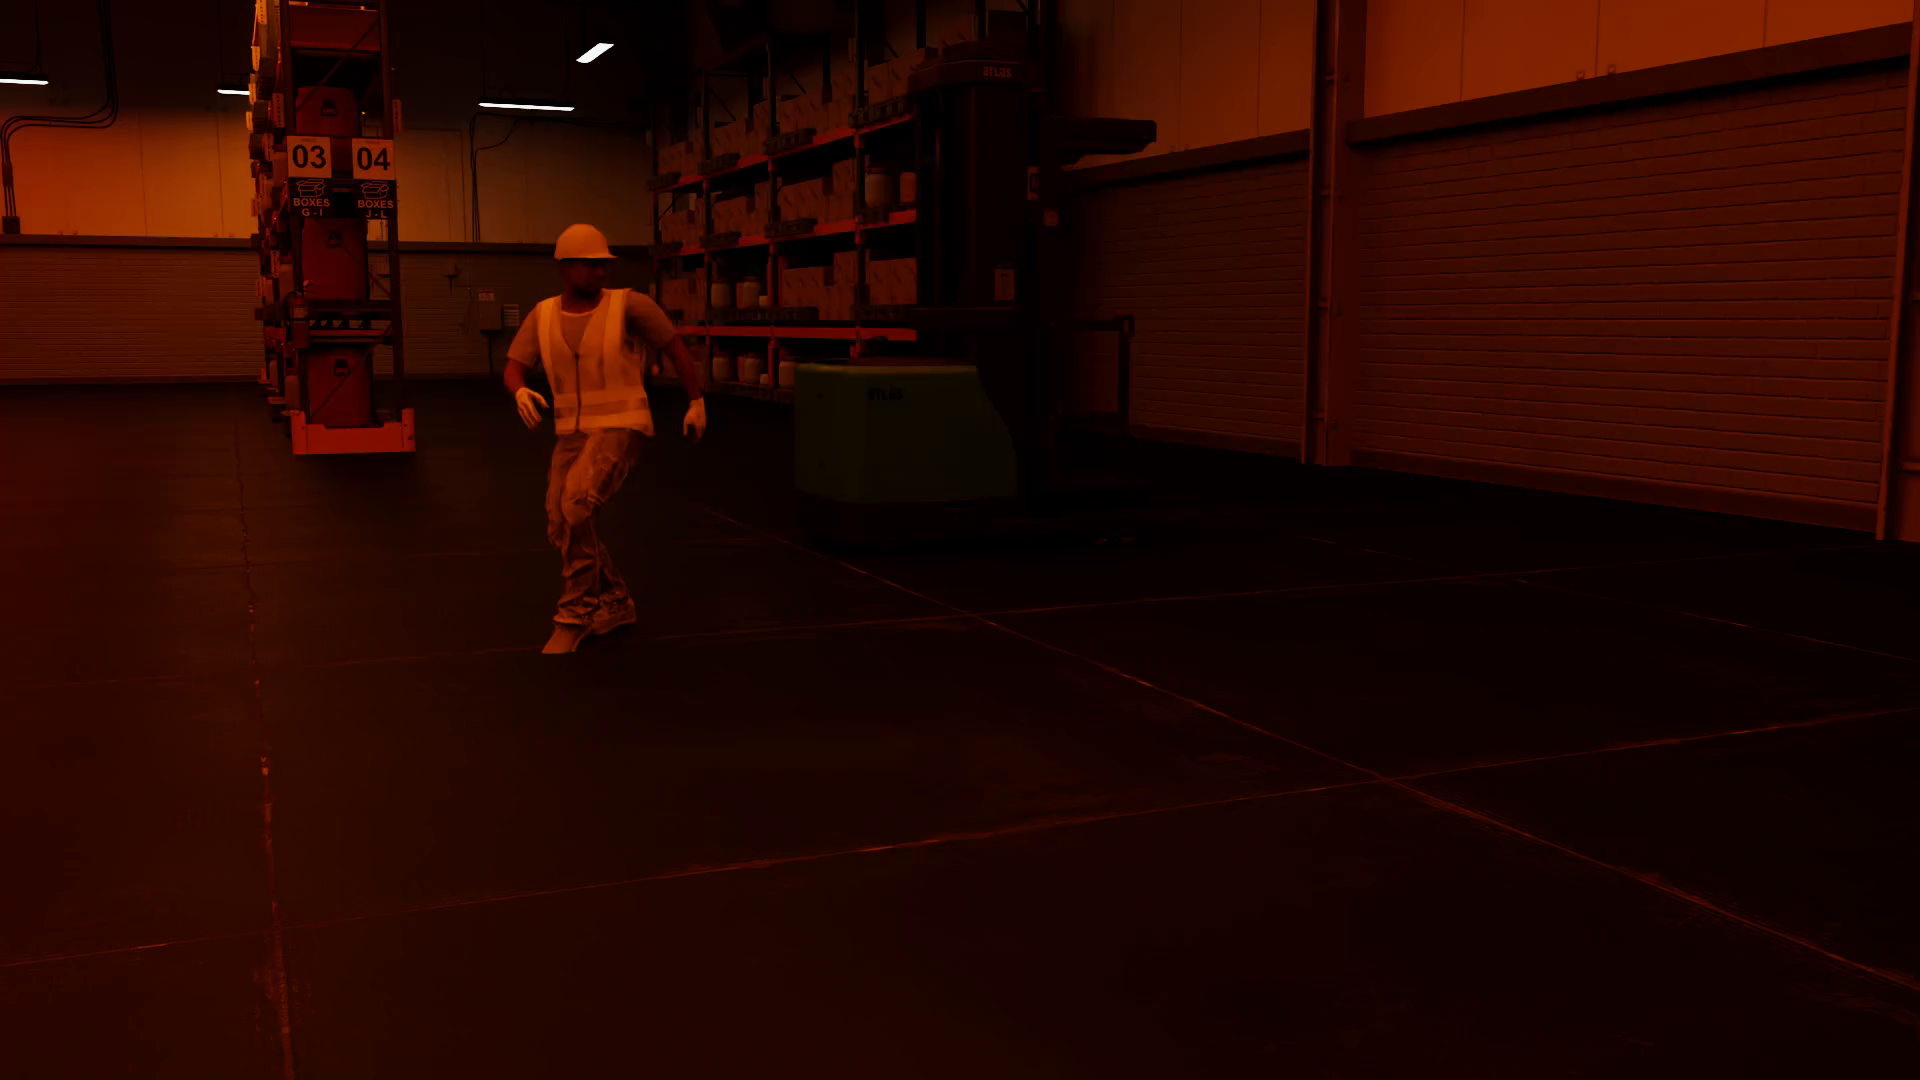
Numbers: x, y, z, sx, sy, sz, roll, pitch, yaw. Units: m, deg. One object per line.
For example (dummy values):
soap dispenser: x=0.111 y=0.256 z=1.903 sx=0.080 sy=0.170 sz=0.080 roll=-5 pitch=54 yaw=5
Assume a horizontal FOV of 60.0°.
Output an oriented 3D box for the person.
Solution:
person: x=-1.522 y=-0.412 z=6.933 sx=0.629 sy=1.776 sz=0.844 roll=4 pitch=9 yaw=29

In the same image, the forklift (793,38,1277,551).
forklift: x=0.535 y=-1.492 z=10.259 sx=3.031 sy=2.935 sz=1.130 roll=-3 pitch=8 yaw=-24
